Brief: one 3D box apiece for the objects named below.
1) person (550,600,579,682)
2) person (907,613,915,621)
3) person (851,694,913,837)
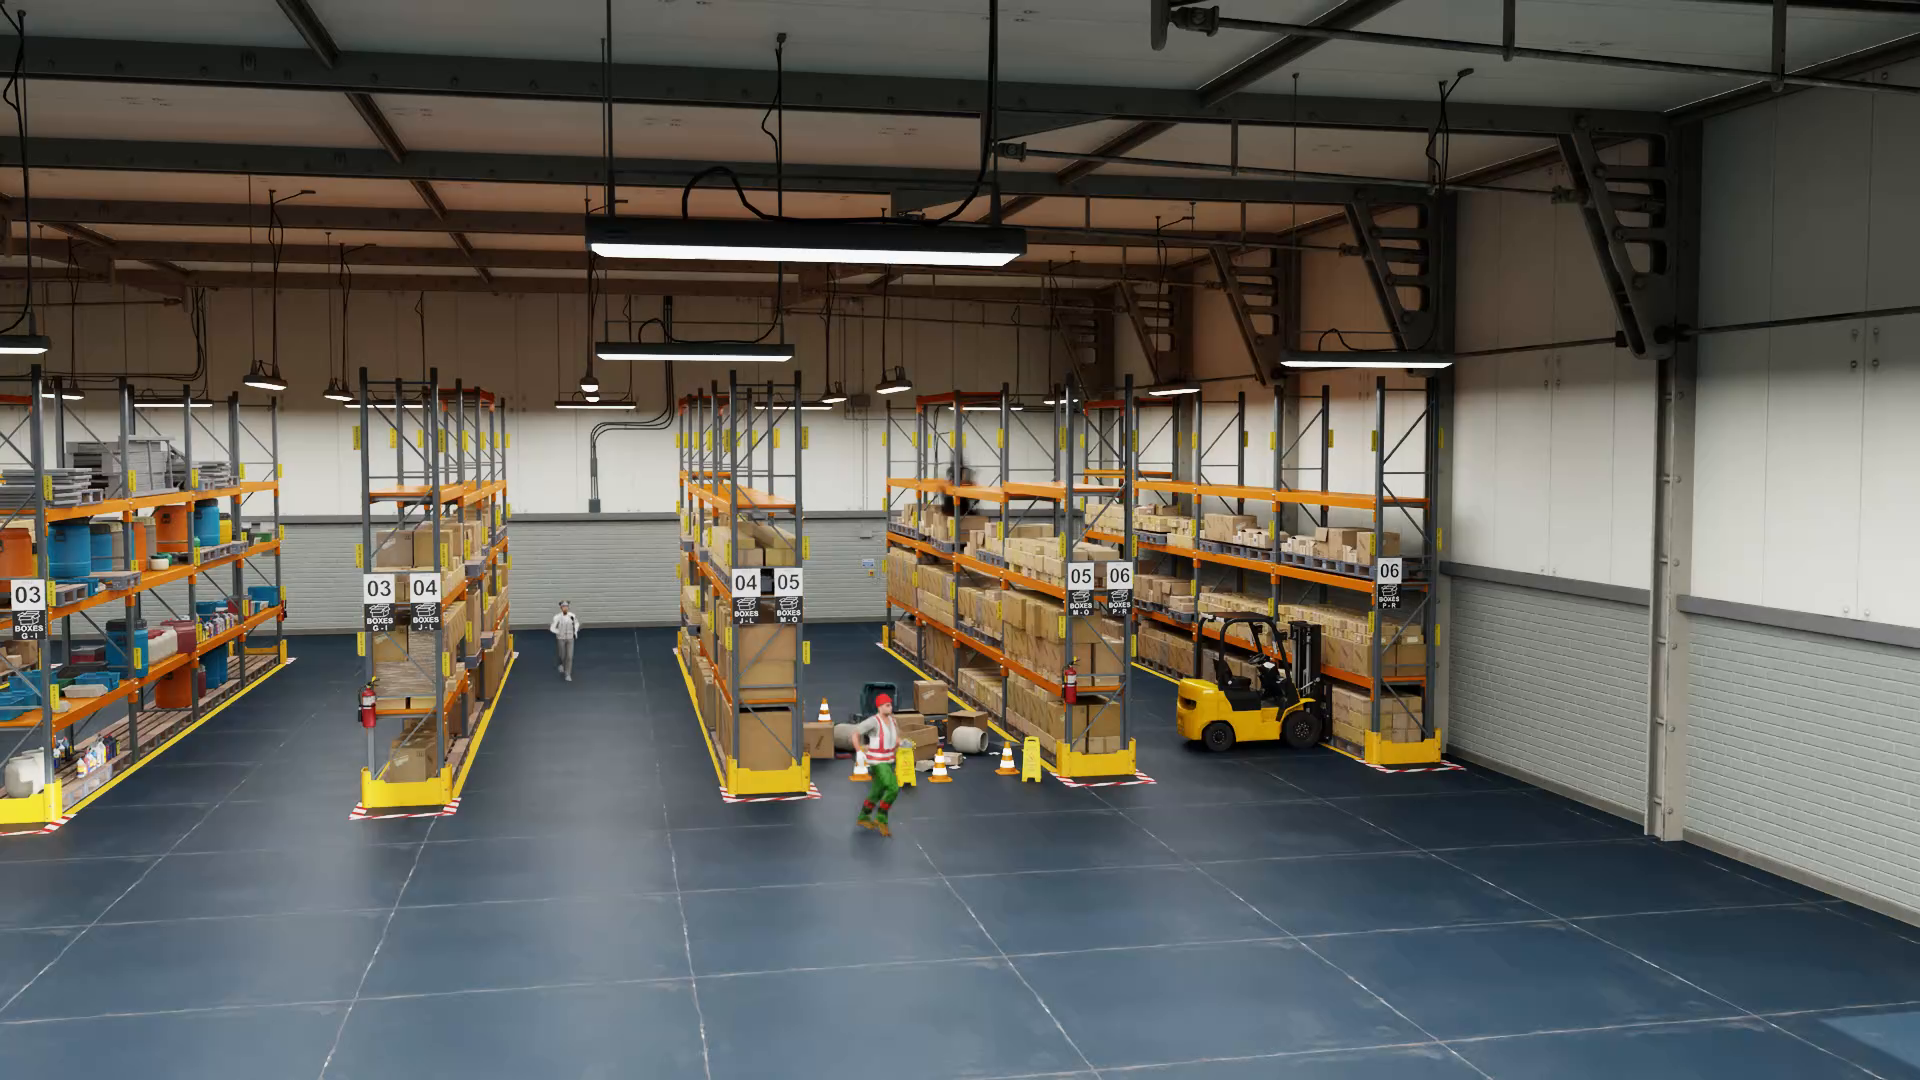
[{"bbox_3d":[-8.273,2.091,34.880,0.617,1.689,0.847,-1,4,-23],"label":"person"},{"bbox_3d":[-1.099,1.743,41.884,0.507,1.548,0.601,3,4,37],"label":"person"},{"bbox_3d":[-0.979,2.854,21.105,0.813,1.812,0.645,2,4,29],"label":"person"}]
